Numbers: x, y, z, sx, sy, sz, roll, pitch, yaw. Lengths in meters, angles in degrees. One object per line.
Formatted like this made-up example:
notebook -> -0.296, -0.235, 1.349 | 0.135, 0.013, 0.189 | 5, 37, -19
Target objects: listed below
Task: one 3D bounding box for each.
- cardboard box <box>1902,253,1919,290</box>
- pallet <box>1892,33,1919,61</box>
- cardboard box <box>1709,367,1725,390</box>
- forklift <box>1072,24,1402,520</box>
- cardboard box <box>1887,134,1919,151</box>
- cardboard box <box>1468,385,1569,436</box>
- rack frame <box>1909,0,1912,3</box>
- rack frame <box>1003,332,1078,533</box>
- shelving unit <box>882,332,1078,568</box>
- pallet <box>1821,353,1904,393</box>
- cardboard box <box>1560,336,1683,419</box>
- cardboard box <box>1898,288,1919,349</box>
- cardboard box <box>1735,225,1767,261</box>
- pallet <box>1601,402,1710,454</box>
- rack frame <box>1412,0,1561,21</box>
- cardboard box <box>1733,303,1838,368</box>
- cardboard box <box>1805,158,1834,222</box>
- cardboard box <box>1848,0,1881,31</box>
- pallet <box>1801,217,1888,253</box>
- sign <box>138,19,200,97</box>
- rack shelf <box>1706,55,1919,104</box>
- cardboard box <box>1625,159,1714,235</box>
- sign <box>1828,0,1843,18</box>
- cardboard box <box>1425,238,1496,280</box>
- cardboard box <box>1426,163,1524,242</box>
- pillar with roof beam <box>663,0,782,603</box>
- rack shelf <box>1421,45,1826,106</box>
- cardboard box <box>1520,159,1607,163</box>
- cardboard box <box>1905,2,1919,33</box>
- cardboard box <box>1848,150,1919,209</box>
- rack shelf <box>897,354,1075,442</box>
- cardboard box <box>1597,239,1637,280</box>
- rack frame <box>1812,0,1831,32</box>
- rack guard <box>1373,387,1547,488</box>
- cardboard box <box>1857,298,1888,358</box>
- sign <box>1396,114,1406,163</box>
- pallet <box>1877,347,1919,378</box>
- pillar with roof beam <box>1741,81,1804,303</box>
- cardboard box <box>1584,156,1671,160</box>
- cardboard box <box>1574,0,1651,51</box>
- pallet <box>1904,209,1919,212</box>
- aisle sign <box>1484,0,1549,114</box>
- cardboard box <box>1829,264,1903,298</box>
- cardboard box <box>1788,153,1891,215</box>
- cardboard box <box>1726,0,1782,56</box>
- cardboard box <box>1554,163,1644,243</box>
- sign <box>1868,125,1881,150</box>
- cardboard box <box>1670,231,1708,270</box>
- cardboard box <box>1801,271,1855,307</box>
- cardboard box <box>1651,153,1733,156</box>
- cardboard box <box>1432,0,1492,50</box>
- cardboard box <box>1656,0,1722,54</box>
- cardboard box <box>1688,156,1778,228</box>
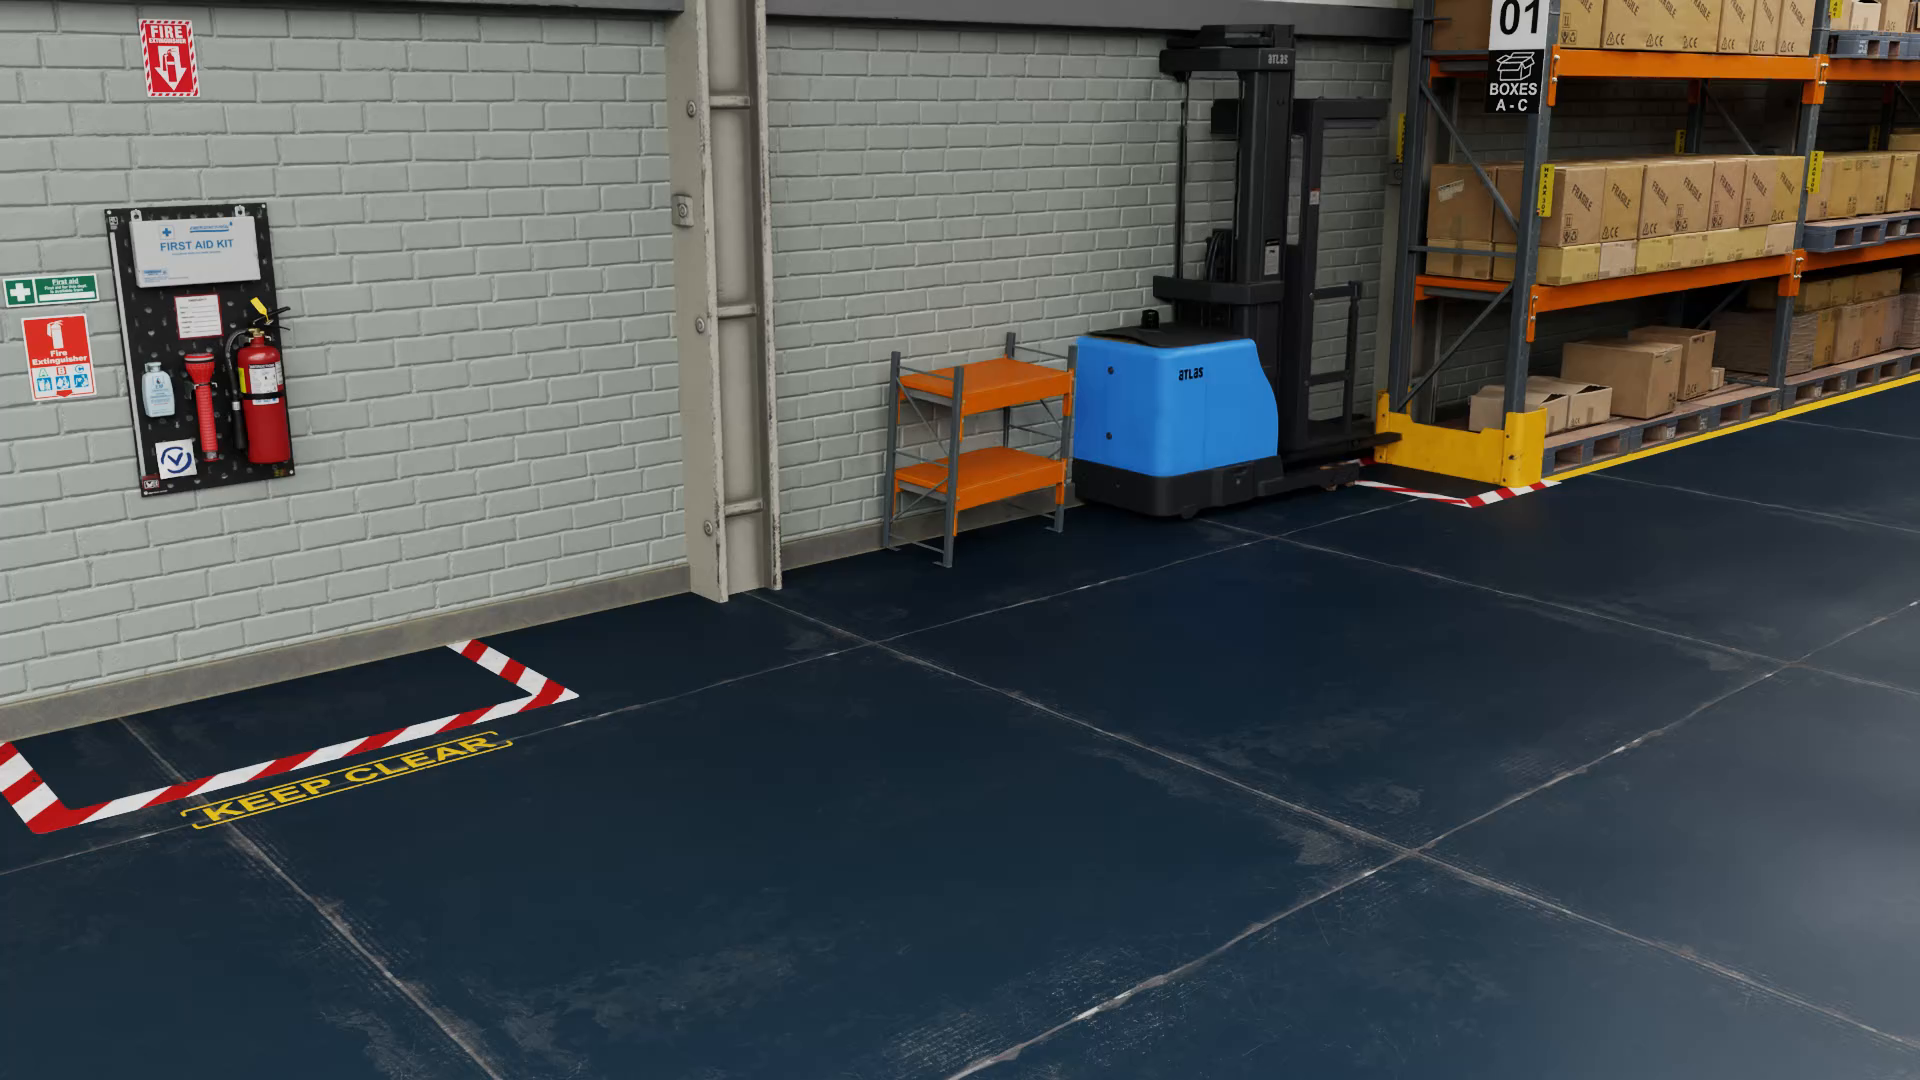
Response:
cardboard box -> 10.056, -2.538, 16.791 | 0.750, 0.750, 0.750 | -13, 20, -40
pallet -> 7.714, -4.216, 14.271 | 1.003, 0.211, 1.213 | -13, 19, -39
cardboard box -> 6.014, -1.344, 13.608 | 0.380, 0.166, 0.250 | 13, 20, 40
forklift -> 2.036, -1.830, 10.922 | 3.031, 2.935, 1.130 | -12, 19, -38
cardboard box -> 8.941, -3.727, 15.588 | 0.380, 0.149, 0.250 | 12, 19, 38
cardboard box -> 3.961, -0.933, 11.787 | 0.500, 0.311, 0.500 | 13, 20, 41
rack frame -> 9.415, -6.173, 15.423 | 0.127, 3.000, 1.000 | -13, 19, -39
rack frame -> 0.446, -0.641, 9.902 | 0.500, 1.125, 0.032 | 18, 22, 37
shelving unit -> 0.118, -0.541, 9.527 | 0.538, 1.125, 1.048 | 18, 22, 37
pallet -> 7.905, -1.590, 15.293 | 1.213, 0.211, 1.003 | -13, 19, -39
cardboard box -> 4.977, -1.235, 12.553 | 0.500, 0.500, 0.700 | -14, 21, -43
cardboard box -> 8.906, -2.147, 15.968 | 0.500, 0.500, 0.700 | -12, 19, -39
cardboard box -> 5.858, -2.312, 12.846 | 0.500, 0.250, 0.500 | -13, 19, -39
pallet -> 4.993, -0.921, 12.791 | 1.213, 0.211, 1.003 | -13, 19, -39
rack frame -> 3.380, -4.818, 10.349 | 0.127, 3.000, 1.000 | -13, 19, -39
cardboard box -> 7.299, -1.827, 14.769 | 0.500, 0.500, 0.700 | -13, 20, -40
cardboard box -> 6.804, -2.938, 13.889 | 0.500, 0.500, 0.700 | -13, 19, -39
cardboard box -> 7.327, -4.387, 13.910 | 0.500, 0.311, 0.500 | -12, 19, -38
pallet -> 7.070, -2.606, 14.064 | 1.213, 0.211, 1.003 | -13, 19, -39
sign -> -3.147, -1.917, 6.622 | 0.199, 0.298, 0.001 | -13, 19, -39
rack shelf -> 7.906, -4.038, 14.634 | 4.000, 0.370, 1.077 | -13, 19, -39
cardboard box -> 5.092, -2.499, 12.093 | 0.500, 0.500, 0.500 | -12, 19, -38
sign -> 6.759, -4.192, 12.816 | 0.005, 0.325, 0.100 | -13, 19, -39
cardboard box -> 3.605, -1.974, 11.578 | 0.500, 0.250, 0.500 | -12, 19, -39
cardboard box -> 3.596, -2.340, 11.497 | 0.500, 0.500, 0.500 | -13, 20, -40
pillar with roof beam -> 1.640, -3.250, 4.481 | 0.400, 9.000, 9.100 | -13, 19, -39
rack shelf -> 4.889, -3.360, 12.098 | 4.000, 0.370, 1.077 | -13, 19, -39
cardboard box -> 4.369, -2.512, 12.140 | 0.500, 0.500, 0.500 | -13, 20, -41
cardboard box -> 8.376, -4.582, 15.040 | 0.637, 0.503, 0.797 | -9, 18, -32
cardboard box -> 8.663, -3.354, 15.448 | 0.700, 0.500, 0.500 | 14, 20, 42
rack shelf -> 0.136, -0.820, 9.438 | 0.538, 0.278, 1.000 | 18, 22, 37
cardboard box -> 4.339, -1.968, 11.558 | 0.500, 0.250, 0.500 | -13, 20, -41
rack frame -> 6.397, -5.495, 12.886 | 0.127, 3.000, 1.000 | -13, 19, -39
rack guard -> 3.437, -0.725, 11.494 | 0.348, 0.500, 1.175 | -13, 19, -39
cardboard box -> 8.085, -1.993, 15.391 | 0.500, 0.500, 0.700 | -13, 20, -40
sign -> 3.031, -2.743, 11.351 | 0.005, 0.325, 0.100 | -13, 19, -39
pallet -> 8.825, -1.795, 16.062 | 1.213, 0.211, 1.003 | -13, 19, -39
pillar with roof beam -> 10.692, -5.283, 12.091 | 0.400, 9.000, 9.100 | -13, 19, -39
cardboard box -> 5.134, -2.687, 12.797 | 0.500, 0.500, 0.500 | -12, 19, -38
cardboard box -> 4.225, -3.519, 11.065 | 0.500, 0.500, 0.500 | -11, 19, -36
pallet -> 8.947, -3.041, 15.692 | 1.003, 0.211, 1.213 | -13, 19, -39
aisle sign -> 3.523, -3.105, 10.524 | 0.004, 0.787, 0.394 | -13, 19, -39
cardboard box -> 8.435, -2.425, 15.556 | 0.500, 0.250, 0.500 | -12, 19, -38
cardboard box -> 7.706, -3.148, 14.678 | 0.500, 0.500, 0.700 | -10, 18, -32
cardboard box -> 5.789, -3.887, 12.446 | 0.500, 0.500, 0.500 | 14, 20, 42
cardboard box -> 4.317, -2.323, 11.433 | 0.500, 0.500, 0.500 | -13, 19, -39
sign -> 9.048, -3.942, 16.450 | 0.005, 0.325, 0.100 | -13, 19, -39
cardboard box -> 5.110, -2.139, 12.196 | 0.500, 0.250, 0.500 | -12, 19, -39
cardboard box -> 7.662, -2.256, 14.923 | 0.500, 0.250, 0.500 | -13, 20, -41
cardboard box -> 5.906, -2.858, 13.434 | 0.500, 0.500, 0.500 | -13, 20, -41
cardboard box -> 3.529, -3.547, 11.170 | 0.500, 0.500, 0.500 | -11, 18, -35
cardboard box -> 5.004, -3.702, 11.753 | 0.500, 0.500, 0.500 | -11, 19, -36
cardboard box -> 5.871, -2.671, 12.734 | 0.500, 0.500, 0.500 | -13, 20, -40
